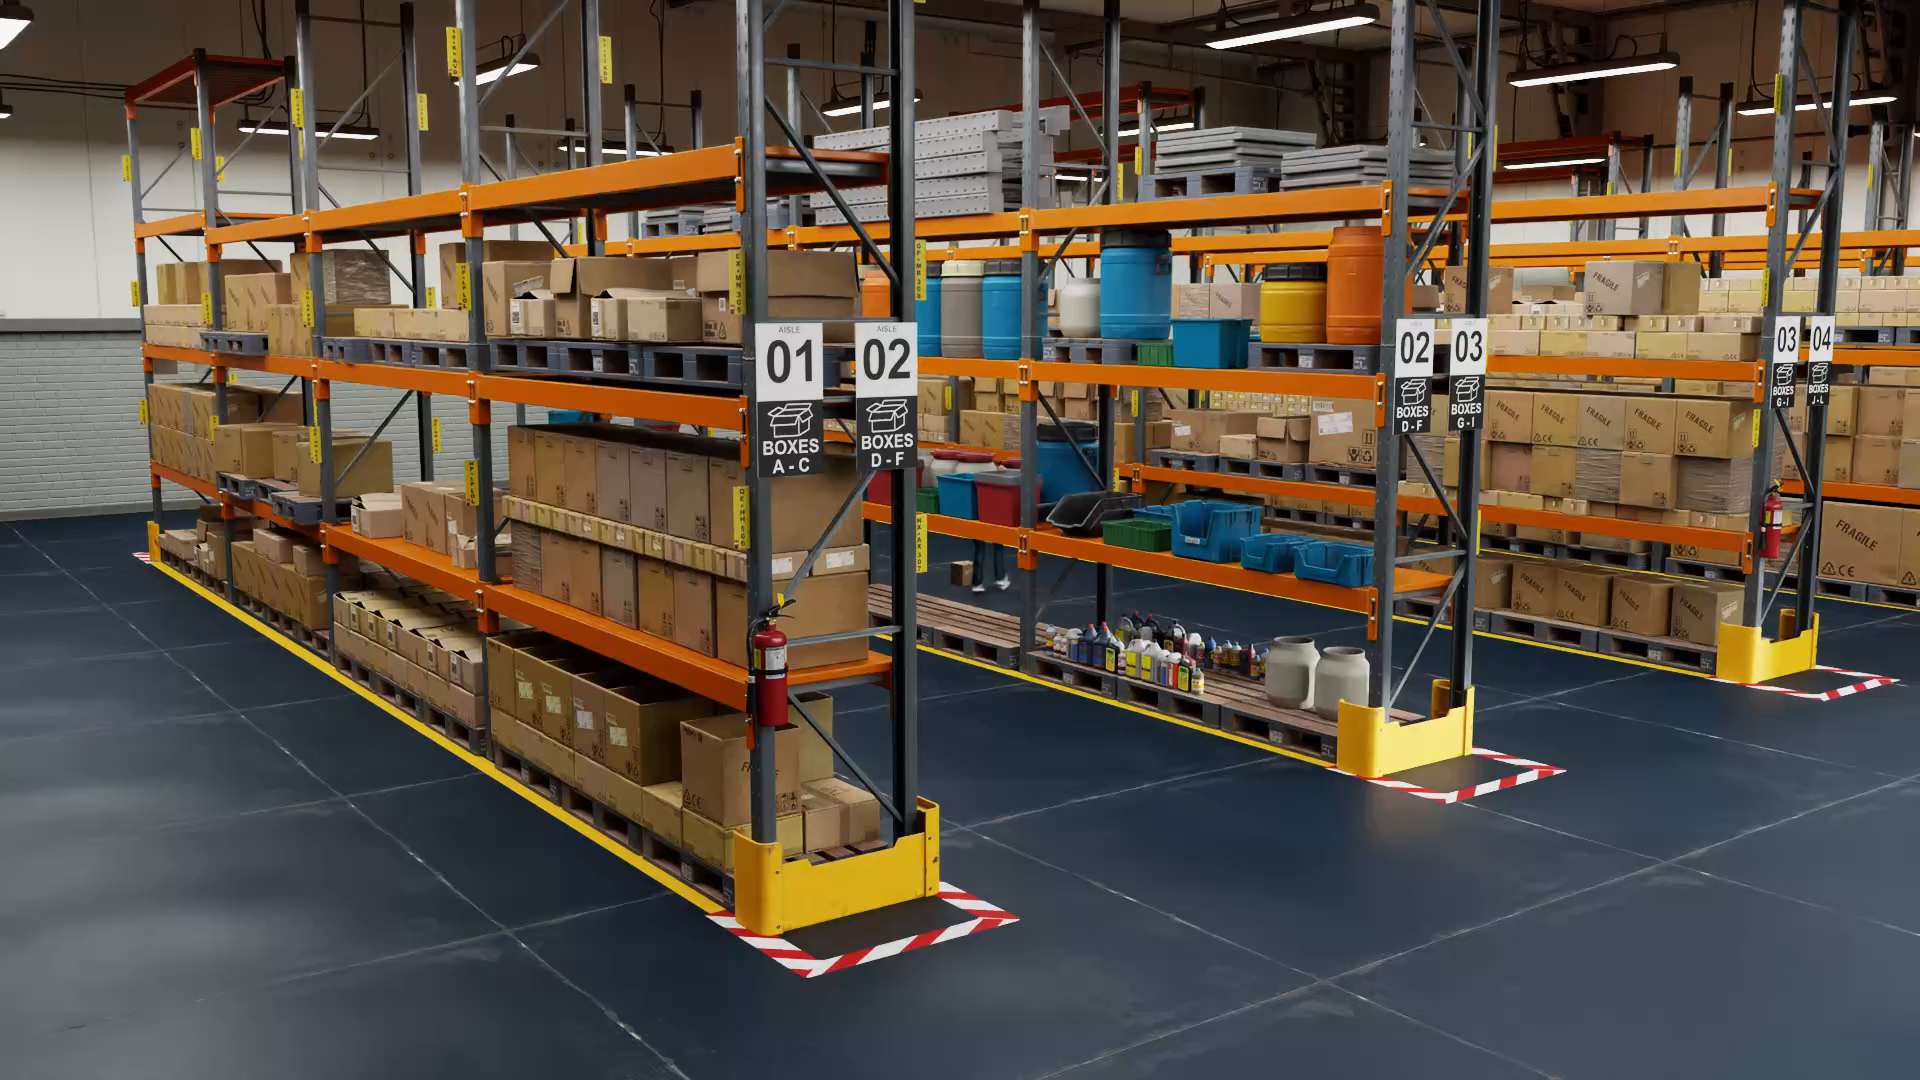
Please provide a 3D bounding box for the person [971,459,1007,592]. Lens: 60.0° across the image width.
[{"bbox_3d":[0.328,-0.202,19.357,0.444,1.539,0.949,1,8,5],"label":"person"}]
